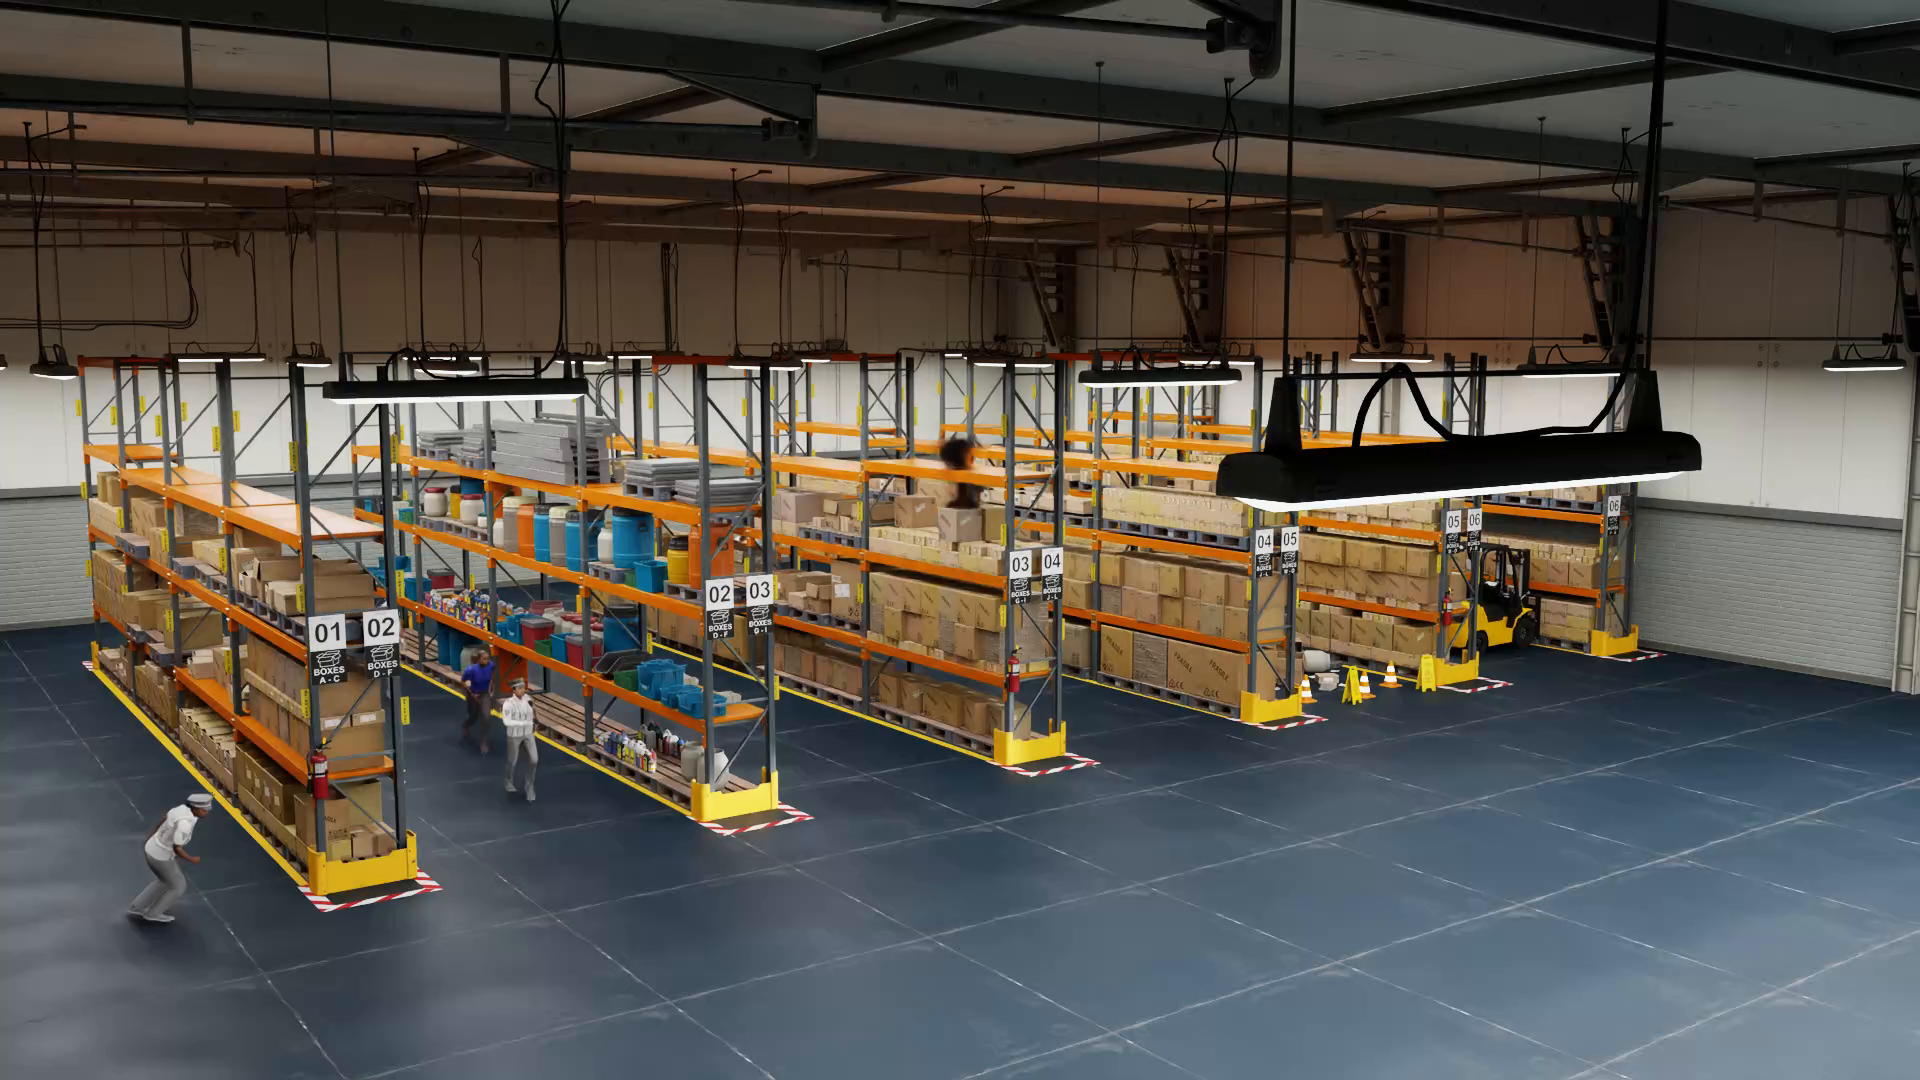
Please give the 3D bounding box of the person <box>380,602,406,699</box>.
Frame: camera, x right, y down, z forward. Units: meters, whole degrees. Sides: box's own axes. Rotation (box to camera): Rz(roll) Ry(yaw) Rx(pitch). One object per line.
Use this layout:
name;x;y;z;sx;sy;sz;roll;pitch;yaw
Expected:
person;-10.120;1.923;29.385;0.696;1.738;0.687;6;9;41

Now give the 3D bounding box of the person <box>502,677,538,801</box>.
person;-6.058;2.729;22.886;0.552;1.738;0.812;-6;9;-39

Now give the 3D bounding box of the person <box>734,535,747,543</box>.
person;-5.332;0.537;40.731;0.748;1.744;0.897;3;7;21

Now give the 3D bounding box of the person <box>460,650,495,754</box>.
person;-7.498;2.450;25.757;0.597;1.616;0.962;-6;9;-42

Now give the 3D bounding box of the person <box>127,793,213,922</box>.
person;-8.581;3.456;18.066;0.895;1.409;0.662;-4;8;-30
